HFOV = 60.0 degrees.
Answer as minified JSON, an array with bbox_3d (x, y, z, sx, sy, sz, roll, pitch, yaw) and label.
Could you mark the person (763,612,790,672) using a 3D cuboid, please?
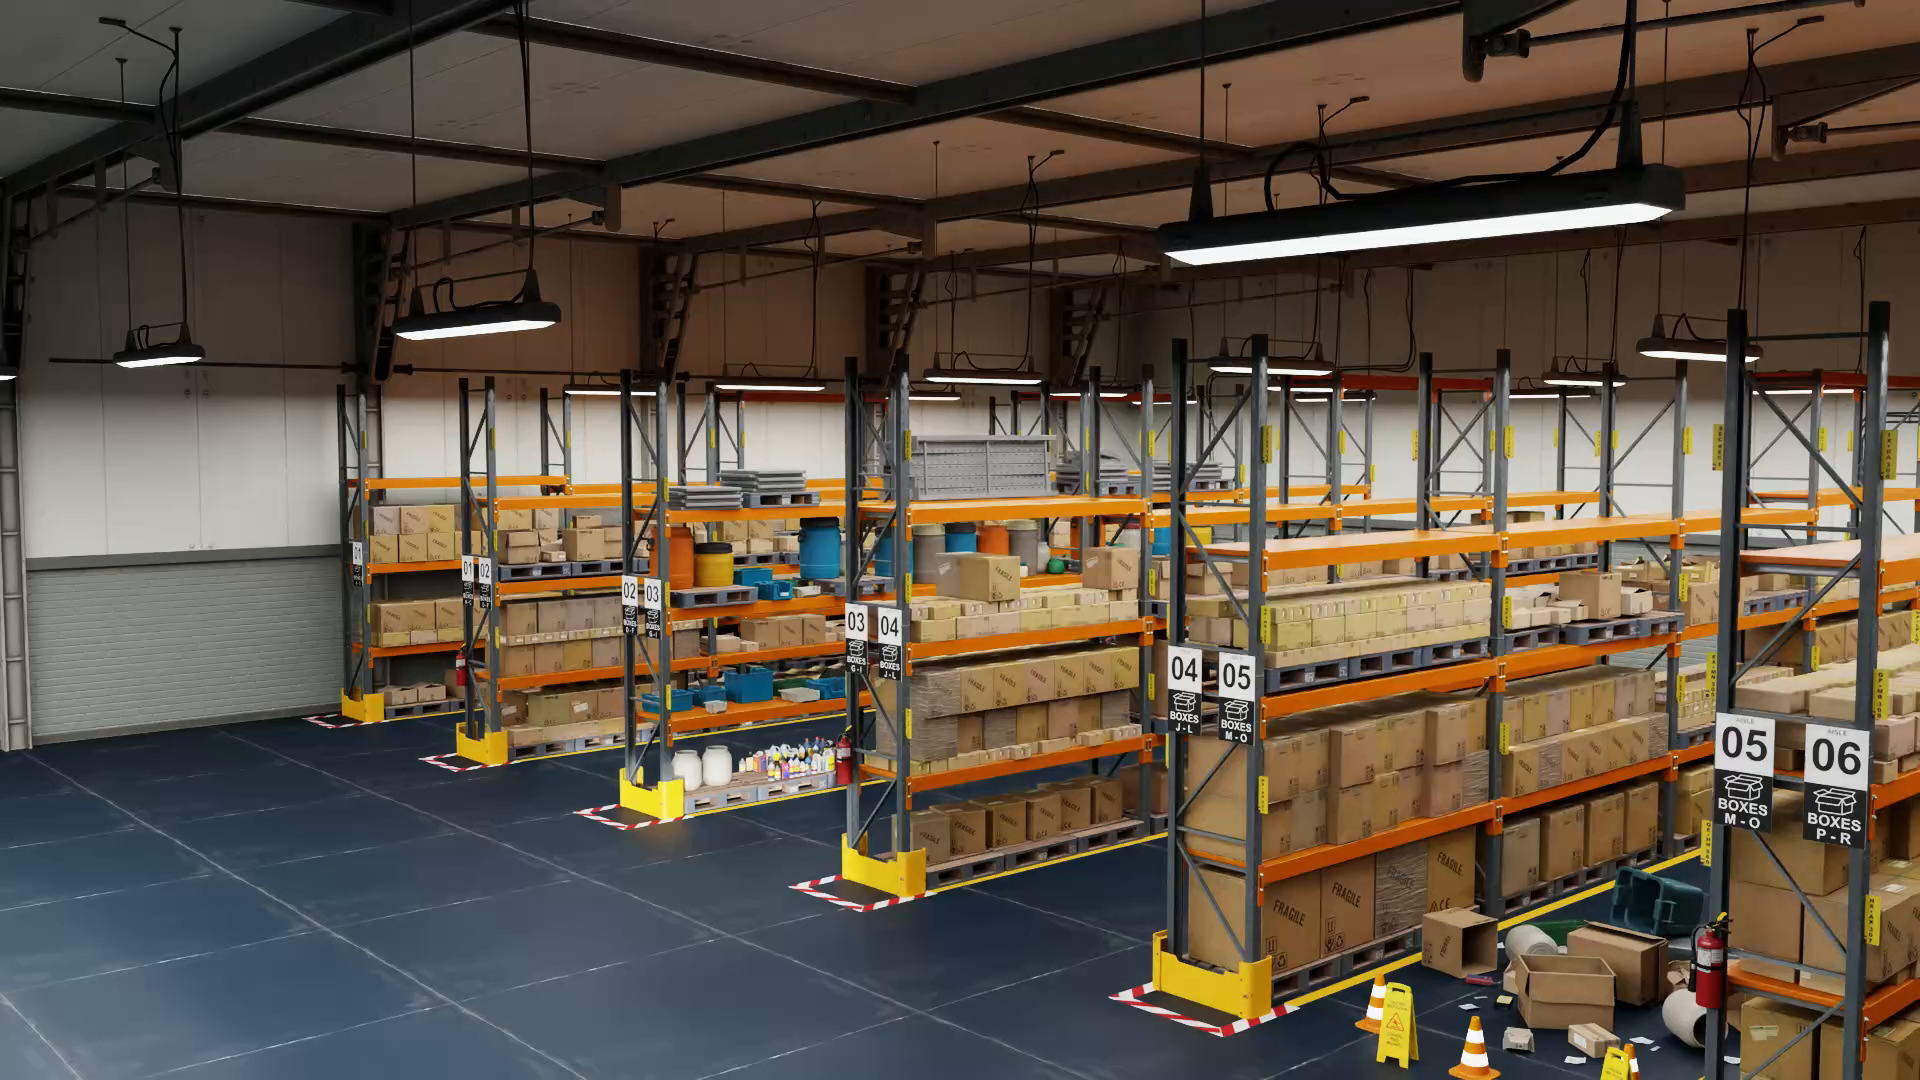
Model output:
[{"bbox_3d":[-3.699,2.175,33.155,0.664,1.703,0.773,2,4,33],"label":"person"}]
